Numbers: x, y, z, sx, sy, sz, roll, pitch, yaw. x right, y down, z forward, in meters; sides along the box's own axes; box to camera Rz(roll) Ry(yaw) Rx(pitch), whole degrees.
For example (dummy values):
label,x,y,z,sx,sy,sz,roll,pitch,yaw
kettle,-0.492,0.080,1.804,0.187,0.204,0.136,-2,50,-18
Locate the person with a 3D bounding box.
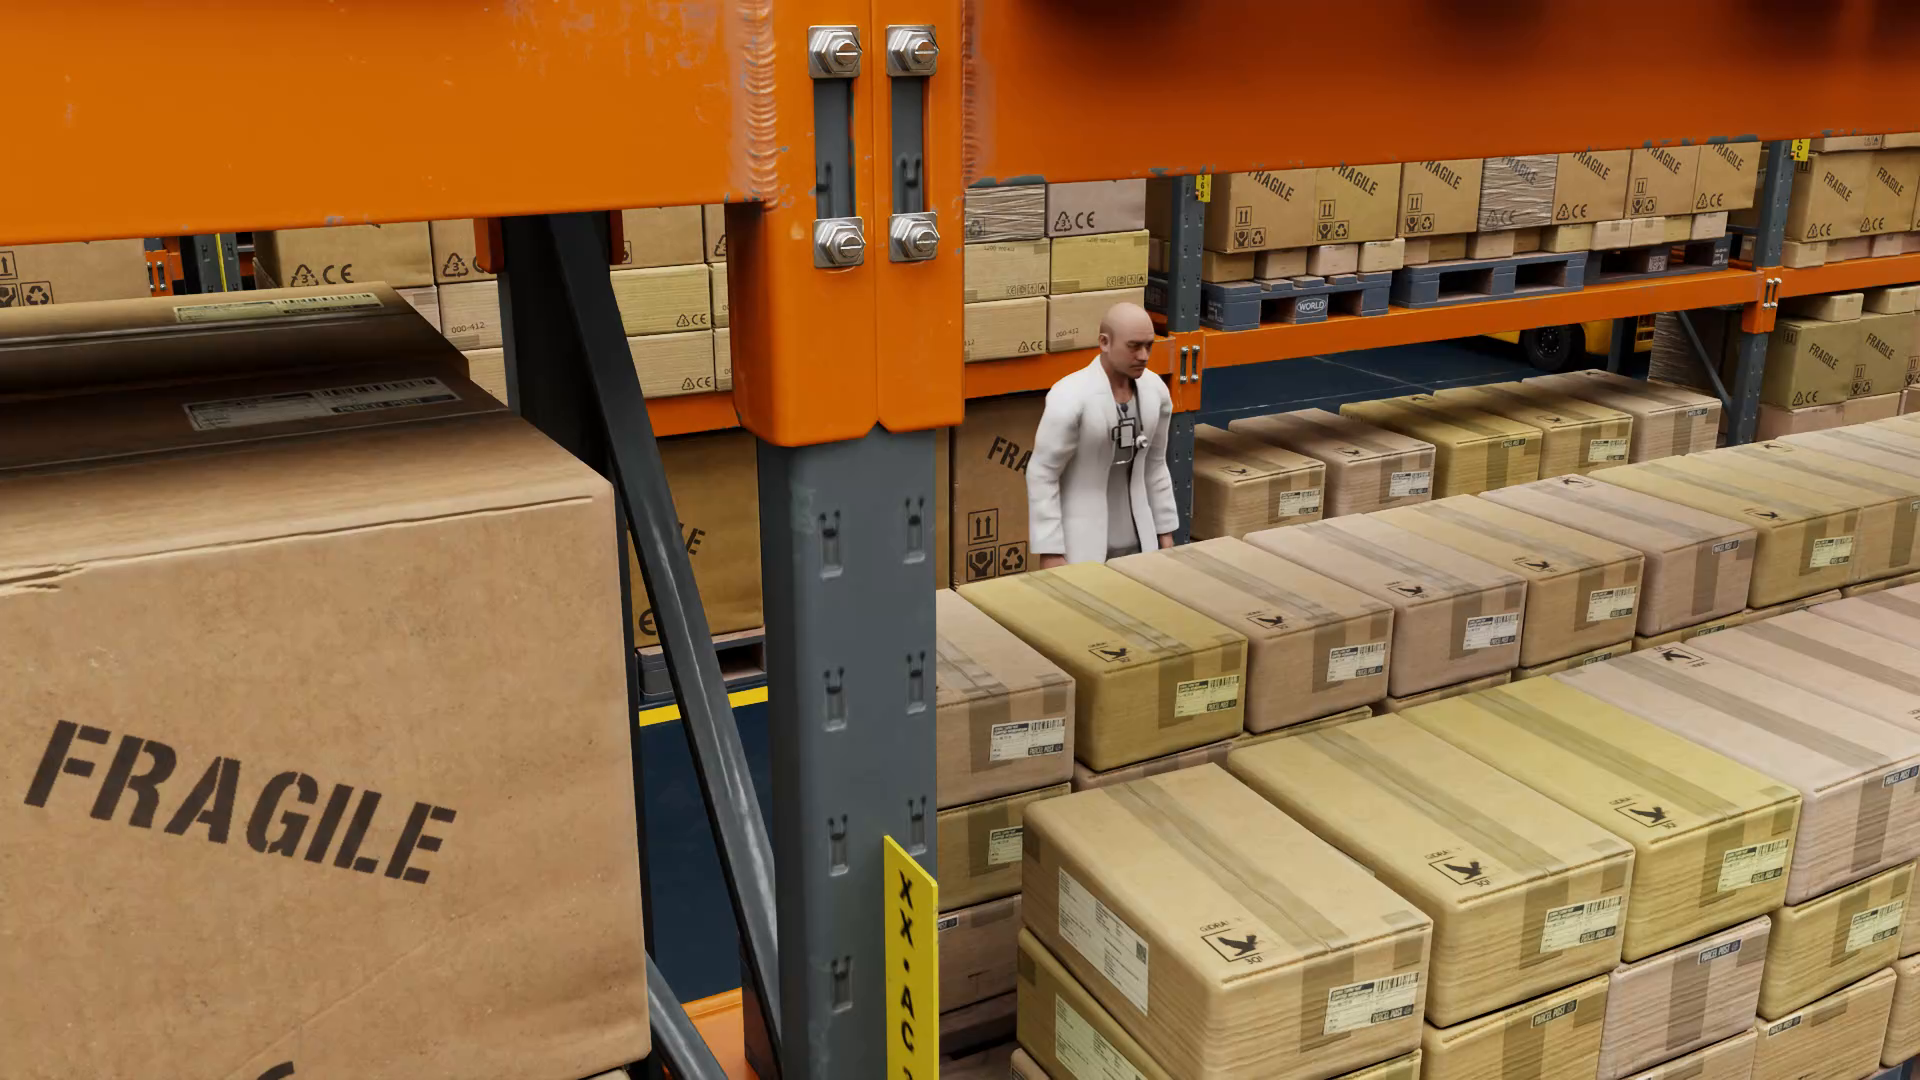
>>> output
label,x,y,z,sx,sy,sz,roll,pitch,yaw
person,0.530,0.017,6.033,0.649,1.773,0.429,-11,21,-30
